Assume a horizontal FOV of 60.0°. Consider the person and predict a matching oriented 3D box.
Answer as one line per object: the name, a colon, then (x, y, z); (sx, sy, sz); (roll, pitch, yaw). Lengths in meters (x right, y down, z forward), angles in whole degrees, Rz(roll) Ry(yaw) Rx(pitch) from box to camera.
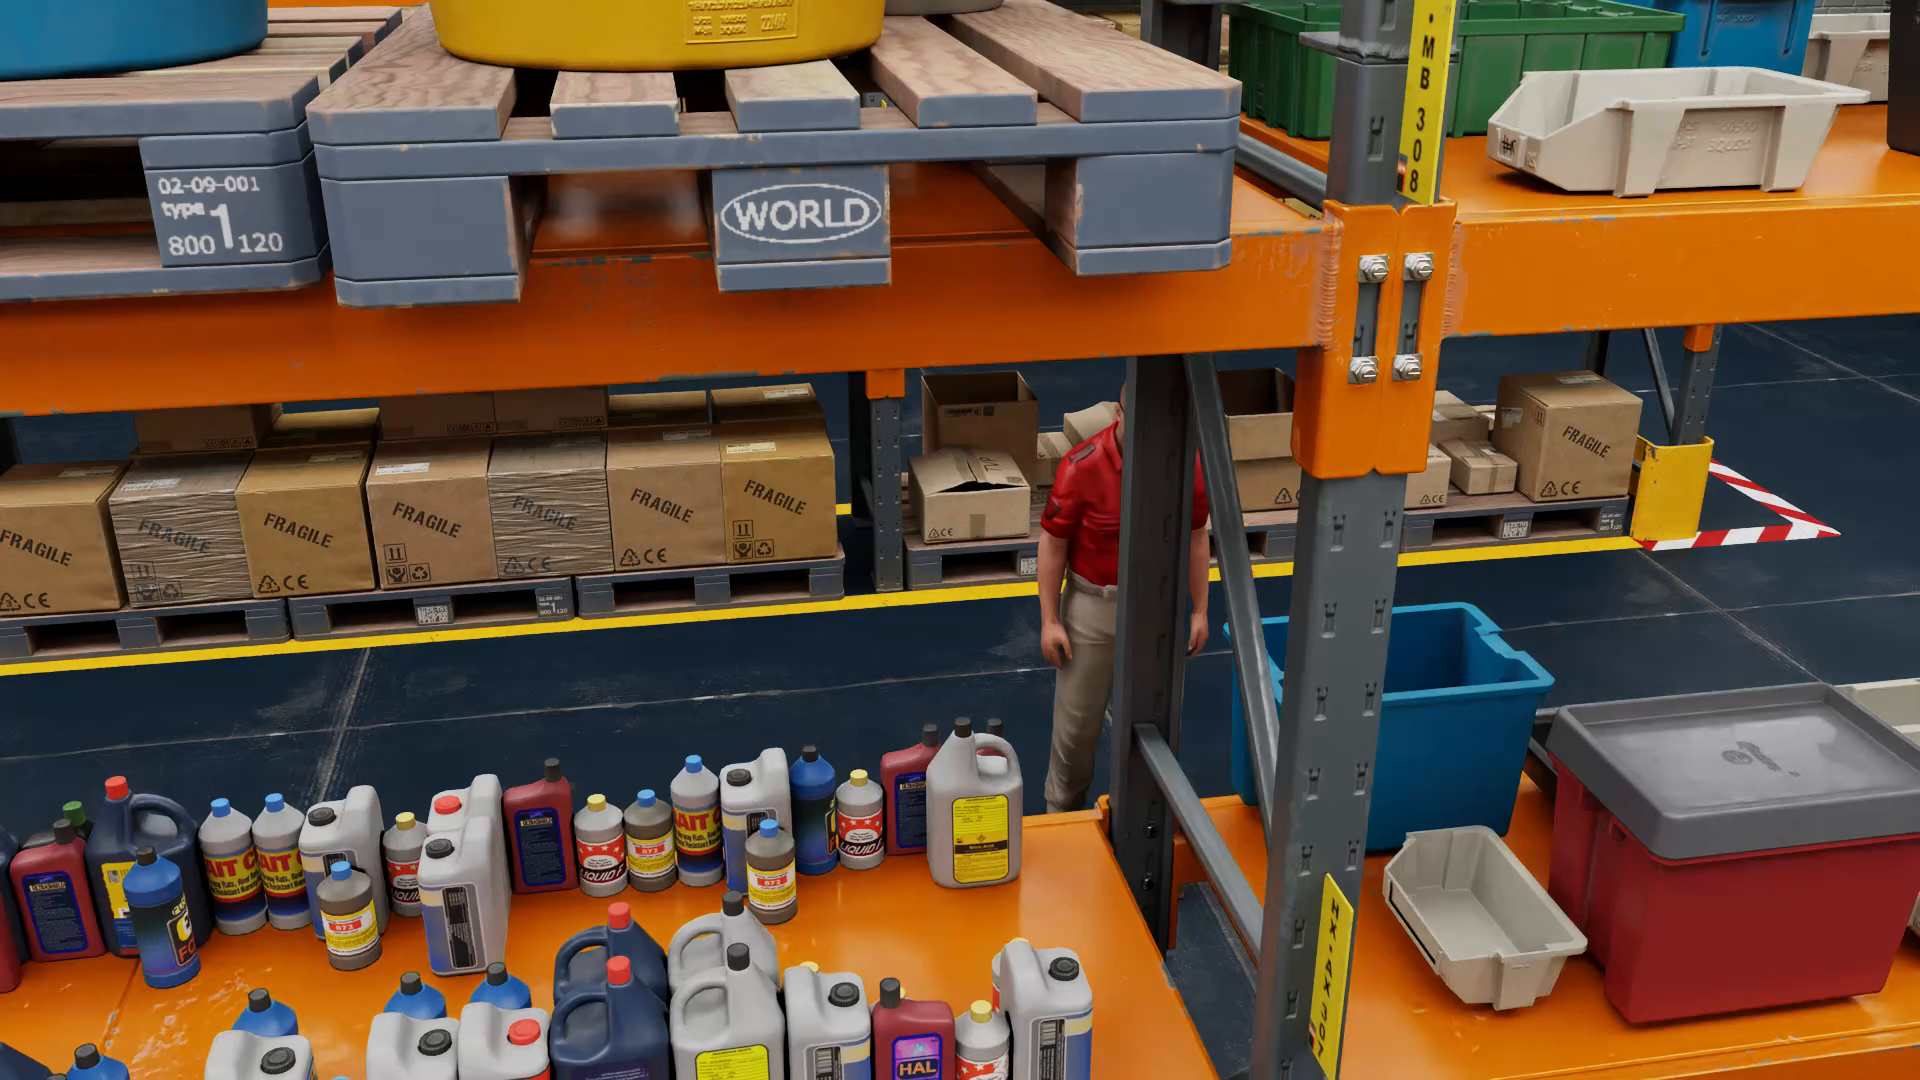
person: (0.544, 0.262, 5.503); (0.585, 1.727, 0.390); (-4, 24, -10)
